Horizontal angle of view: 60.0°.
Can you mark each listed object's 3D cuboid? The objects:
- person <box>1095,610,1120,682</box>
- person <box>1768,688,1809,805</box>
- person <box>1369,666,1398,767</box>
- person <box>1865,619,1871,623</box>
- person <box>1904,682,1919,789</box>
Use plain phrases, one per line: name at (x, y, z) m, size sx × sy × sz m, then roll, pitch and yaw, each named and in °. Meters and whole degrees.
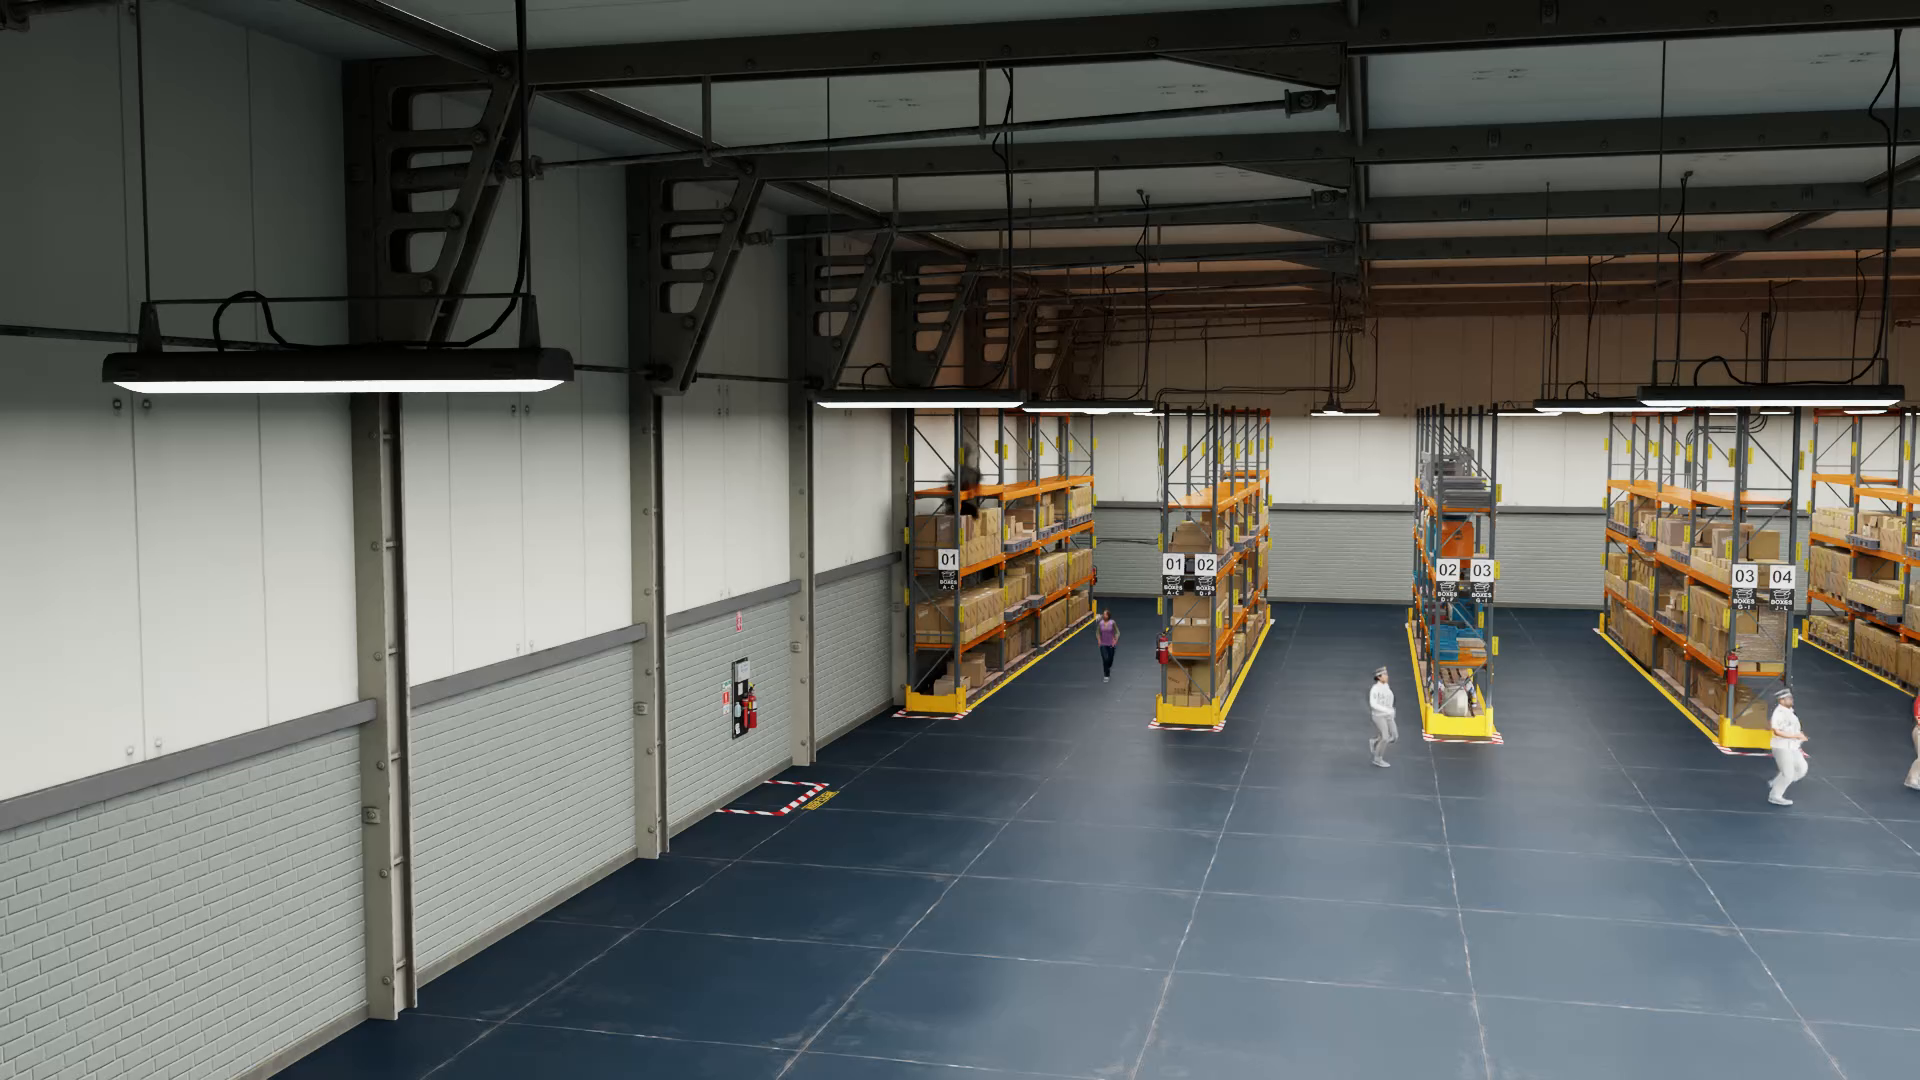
person at (3.223, 2.305, 36.385) m, size 0.537 × 1.568 × 0.498 m, roll 1°, pitch 4°, yaw 10°
person at (12.283, 3.053, 24.604) m, size 0.599 × 1.737 × 0.651 m, roll 4°, pitch 6°, yaw 42°
person at (6.975, 2.907, 27.454) m, size 0.549 × 1.658 × 0.614 m, roll 4°, pitch 6°, yaw 42°
person at (23.818, 1.700, 43.359) m, size 0.715 × 1.728 × 0.838 m, roll -1°, pitch 4°, yaw -18°
person at (14.904, 3.020, 25.525) m, size 0.644 × 1.736 × 0.655 m, roll -3°, pitch 5°, yaw -38°
